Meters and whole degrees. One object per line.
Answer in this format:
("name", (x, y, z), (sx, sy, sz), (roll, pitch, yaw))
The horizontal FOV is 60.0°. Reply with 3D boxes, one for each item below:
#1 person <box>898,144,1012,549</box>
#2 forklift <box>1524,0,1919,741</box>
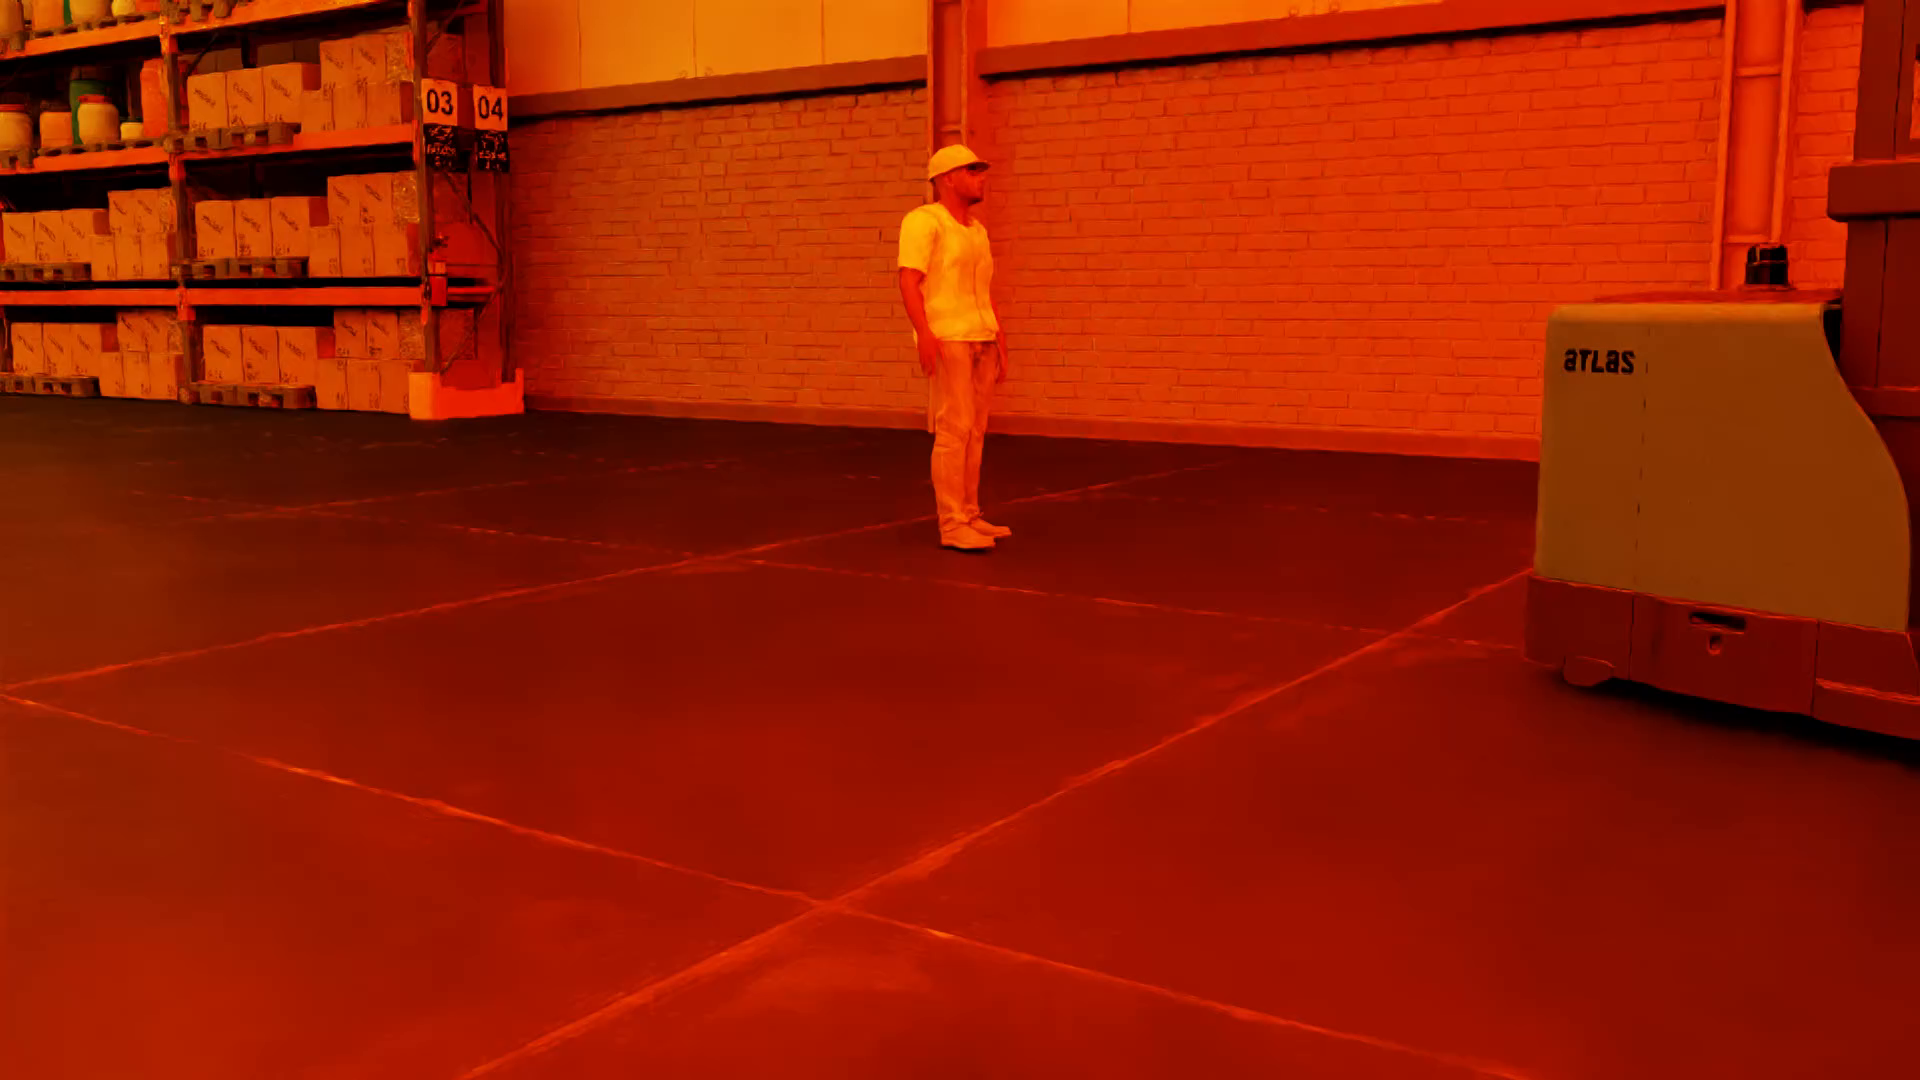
("person", (0.055, -0.875, 7.435), (0.576, 1.766, 0.665), (5, 10, 34))
("forklift", (2.882, -0.918, 3.651), (1.130, 2.935, 3.031), (-6, 10, -36))
